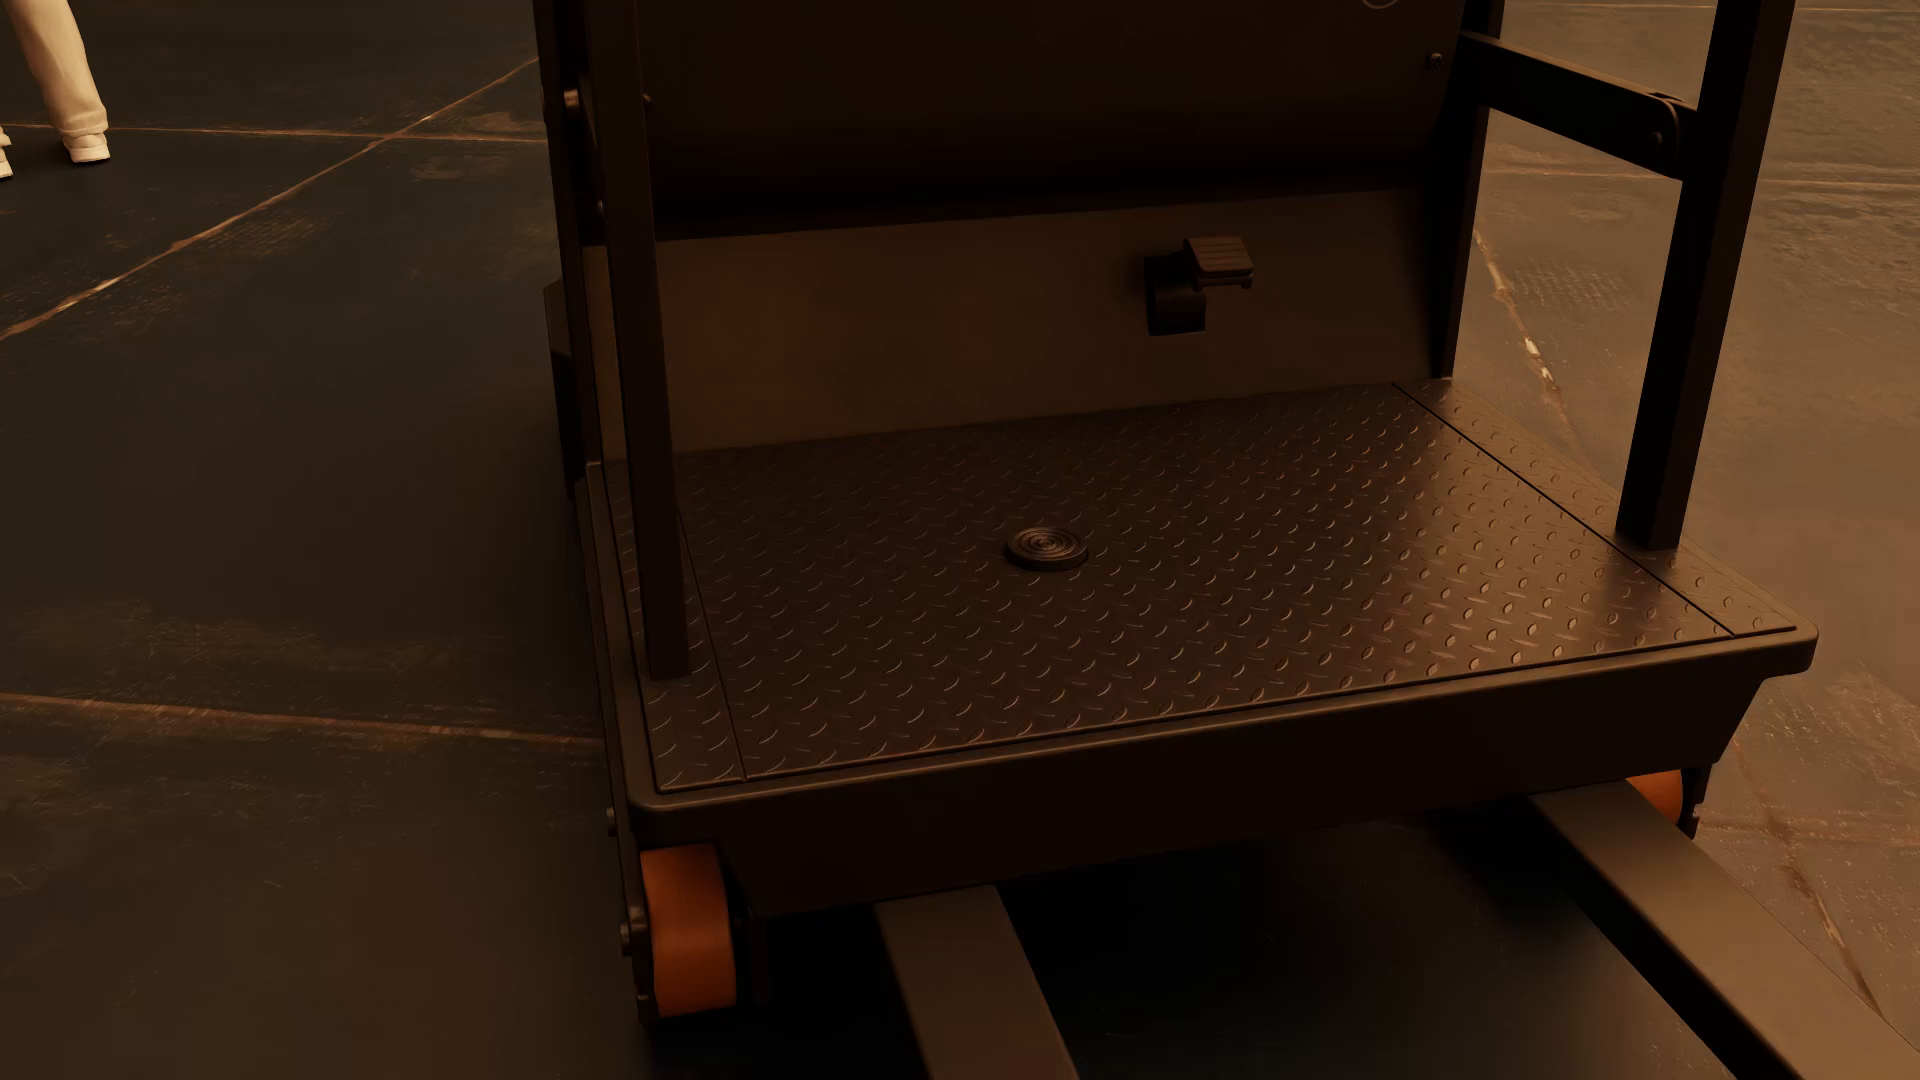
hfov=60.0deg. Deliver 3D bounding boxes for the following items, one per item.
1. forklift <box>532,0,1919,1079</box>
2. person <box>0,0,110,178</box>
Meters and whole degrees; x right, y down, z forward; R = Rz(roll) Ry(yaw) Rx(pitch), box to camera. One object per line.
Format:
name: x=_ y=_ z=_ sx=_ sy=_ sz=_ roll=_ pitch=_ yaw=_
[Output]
forklift: x=0.153 y=-1.049 z=1.319 sx=1.130 sy=2.935 sz=3.031 roll=-7 pitch=27 yaw=-13
person: x=-2.596 y=-1.813 z=4.148 sx=0.429 sy=1.774 sz=0.654 roll=21 pitch=33 yaw=35
